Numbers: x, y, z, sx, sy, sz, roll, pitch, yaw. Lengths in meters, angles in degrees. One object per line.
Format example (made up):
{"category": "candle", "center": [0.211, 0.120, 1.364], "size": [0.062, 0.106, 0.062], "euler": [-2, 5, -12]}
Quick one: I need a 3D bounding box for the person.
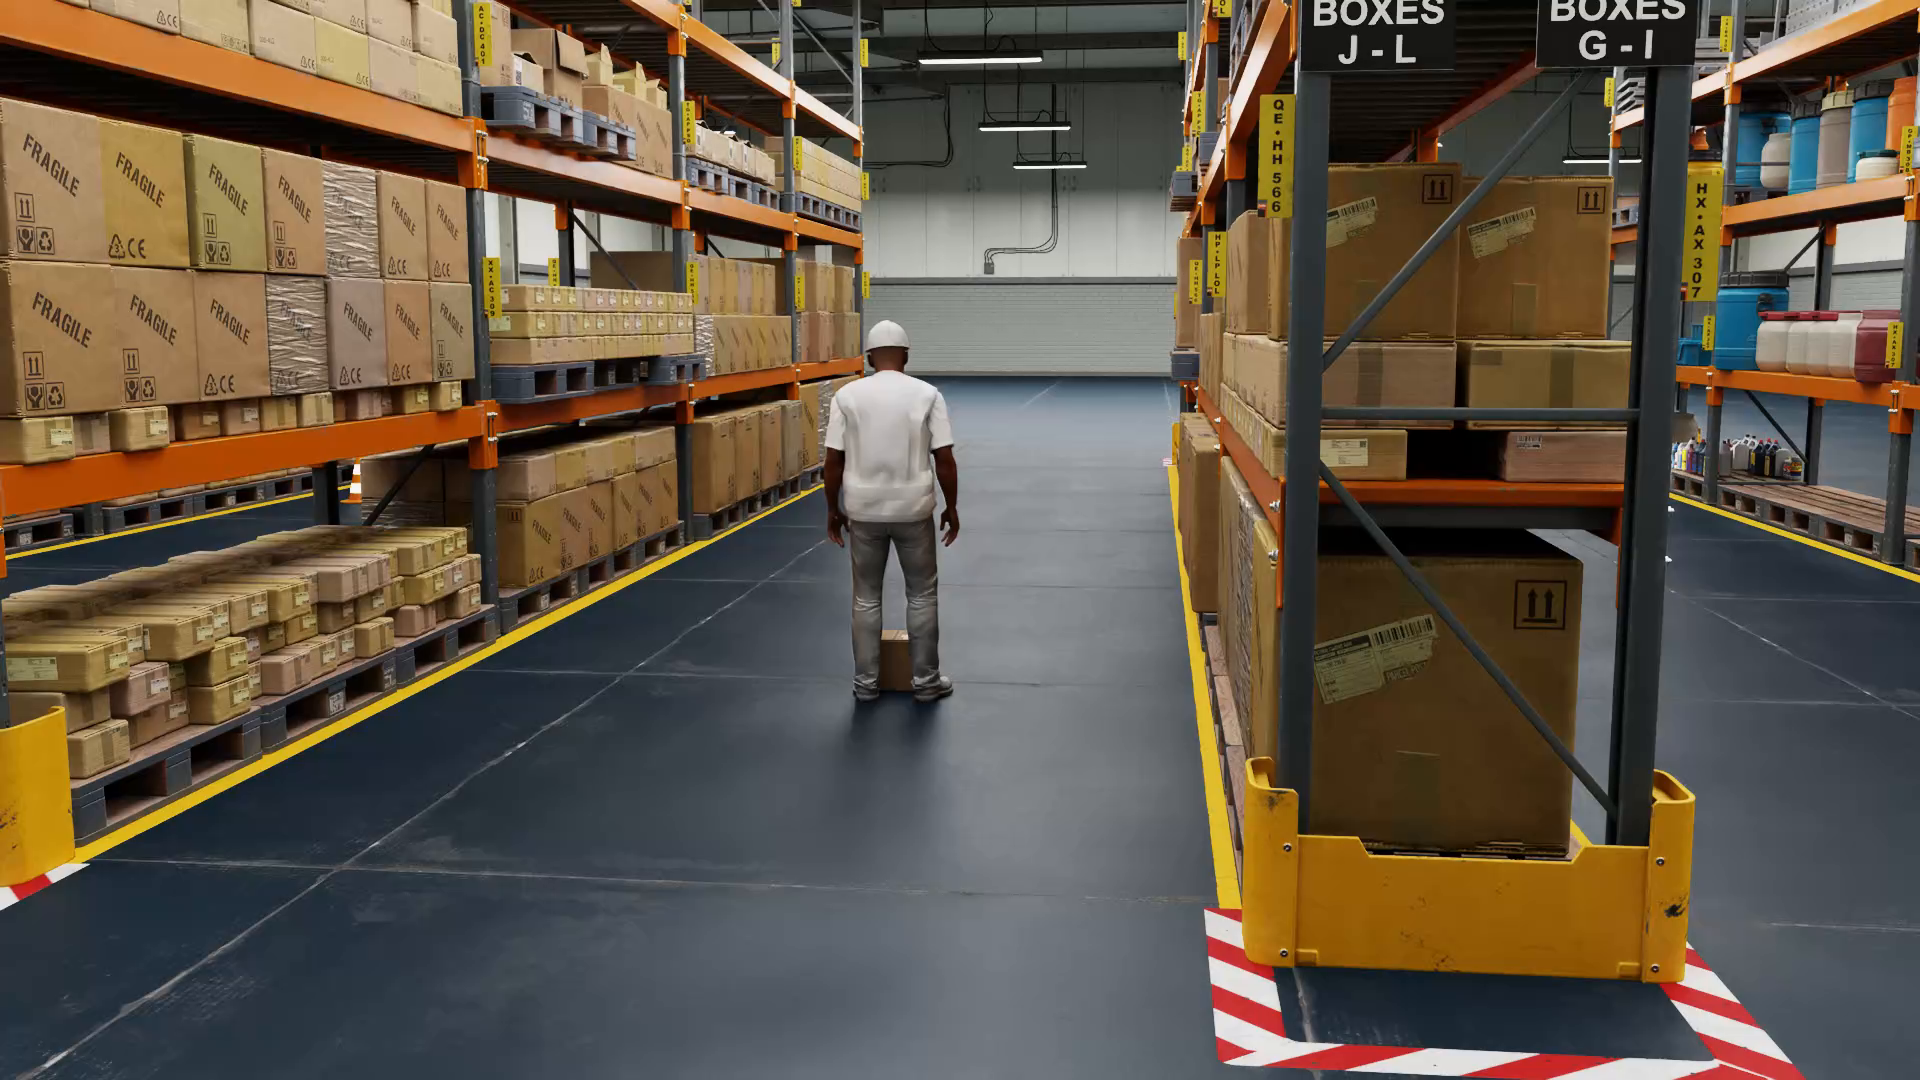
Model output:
{"category": "person", "center": [-0.316, -0.132, 7.736], "size": [0.626, 1.757, 0.458], "euler": [1, 8, 4]}
